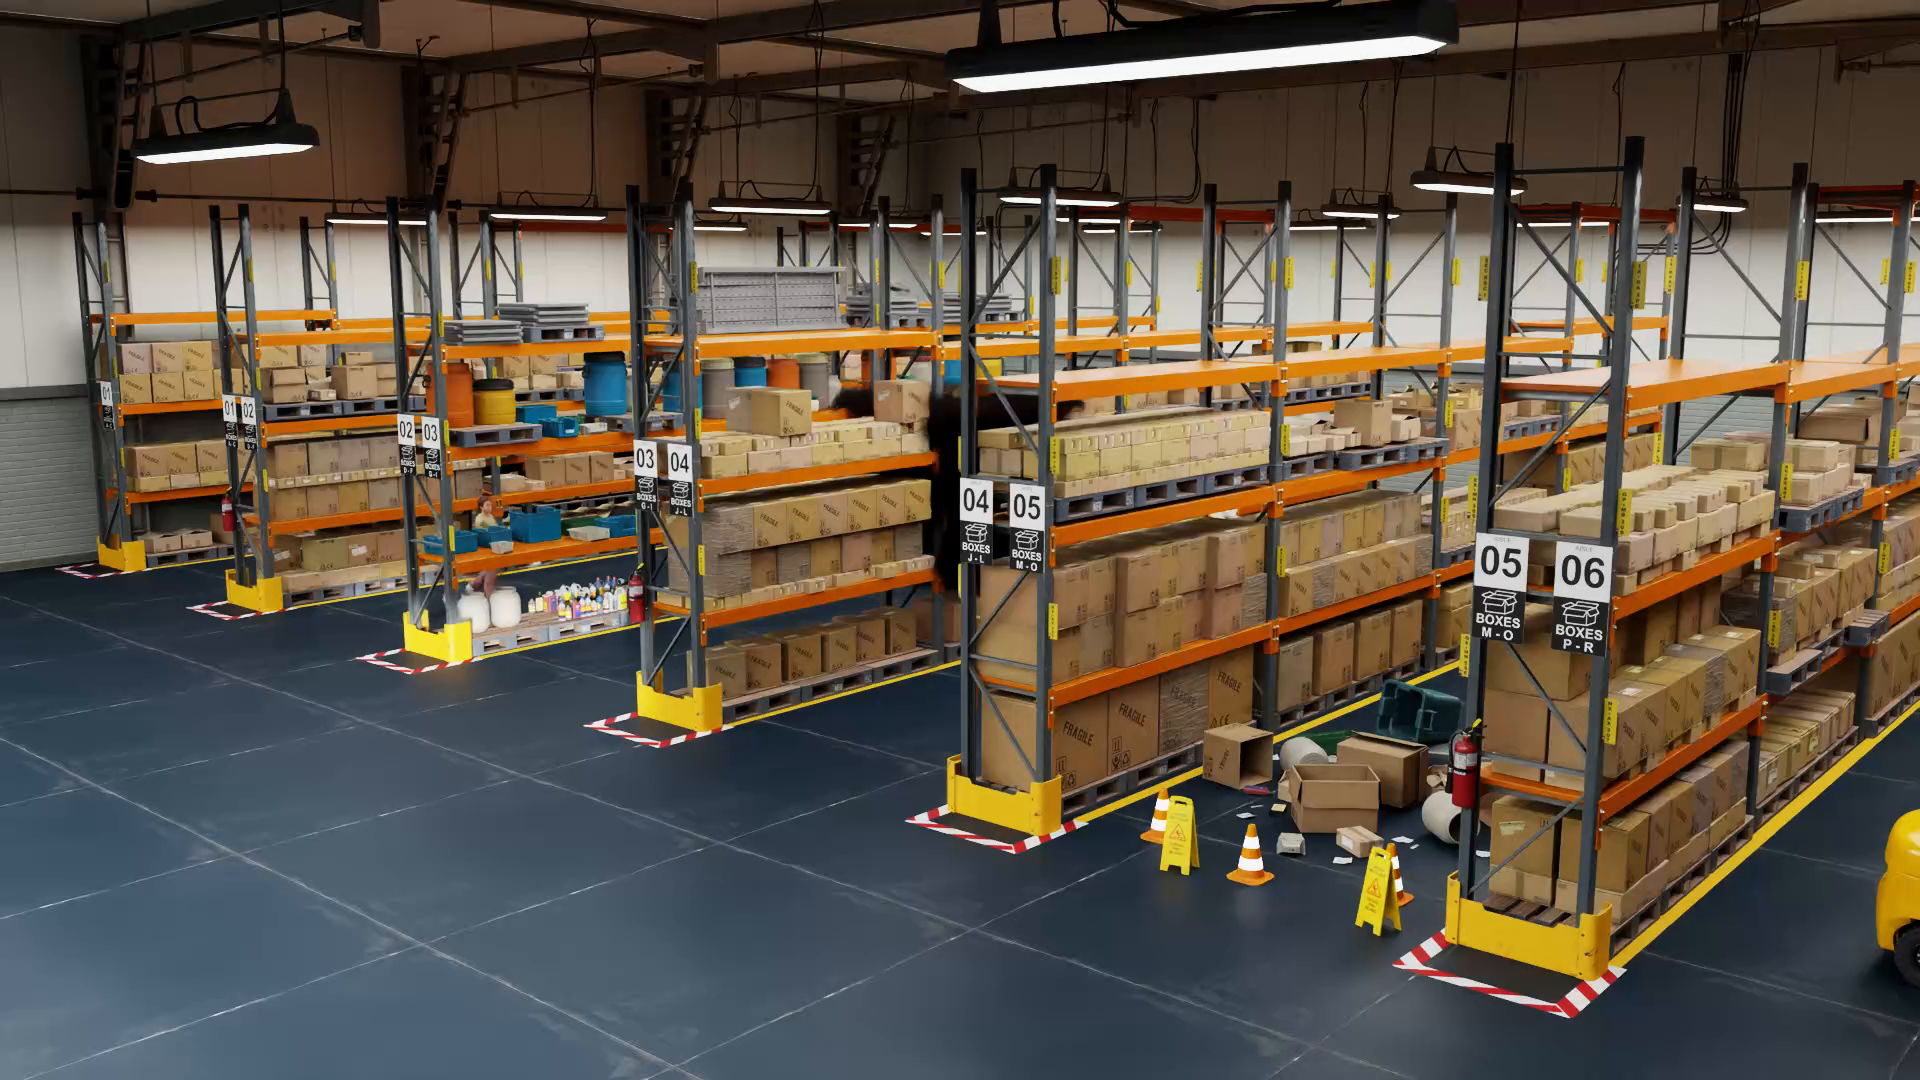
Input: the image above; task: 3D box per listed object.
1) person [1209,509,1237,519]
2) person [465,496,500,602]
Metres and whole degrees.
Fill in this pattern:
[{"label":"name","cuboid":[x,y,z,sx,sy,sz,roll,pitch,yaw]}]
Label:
[{"label":"person","cuboid":[3.681,0.057,24.008,0.995,1.726,0.652,-9,13,-44]},{"label":"person","cuboid":[-7.224,0.159,25.212,0.584,1.663,0.448,-3,10,-15]}]
